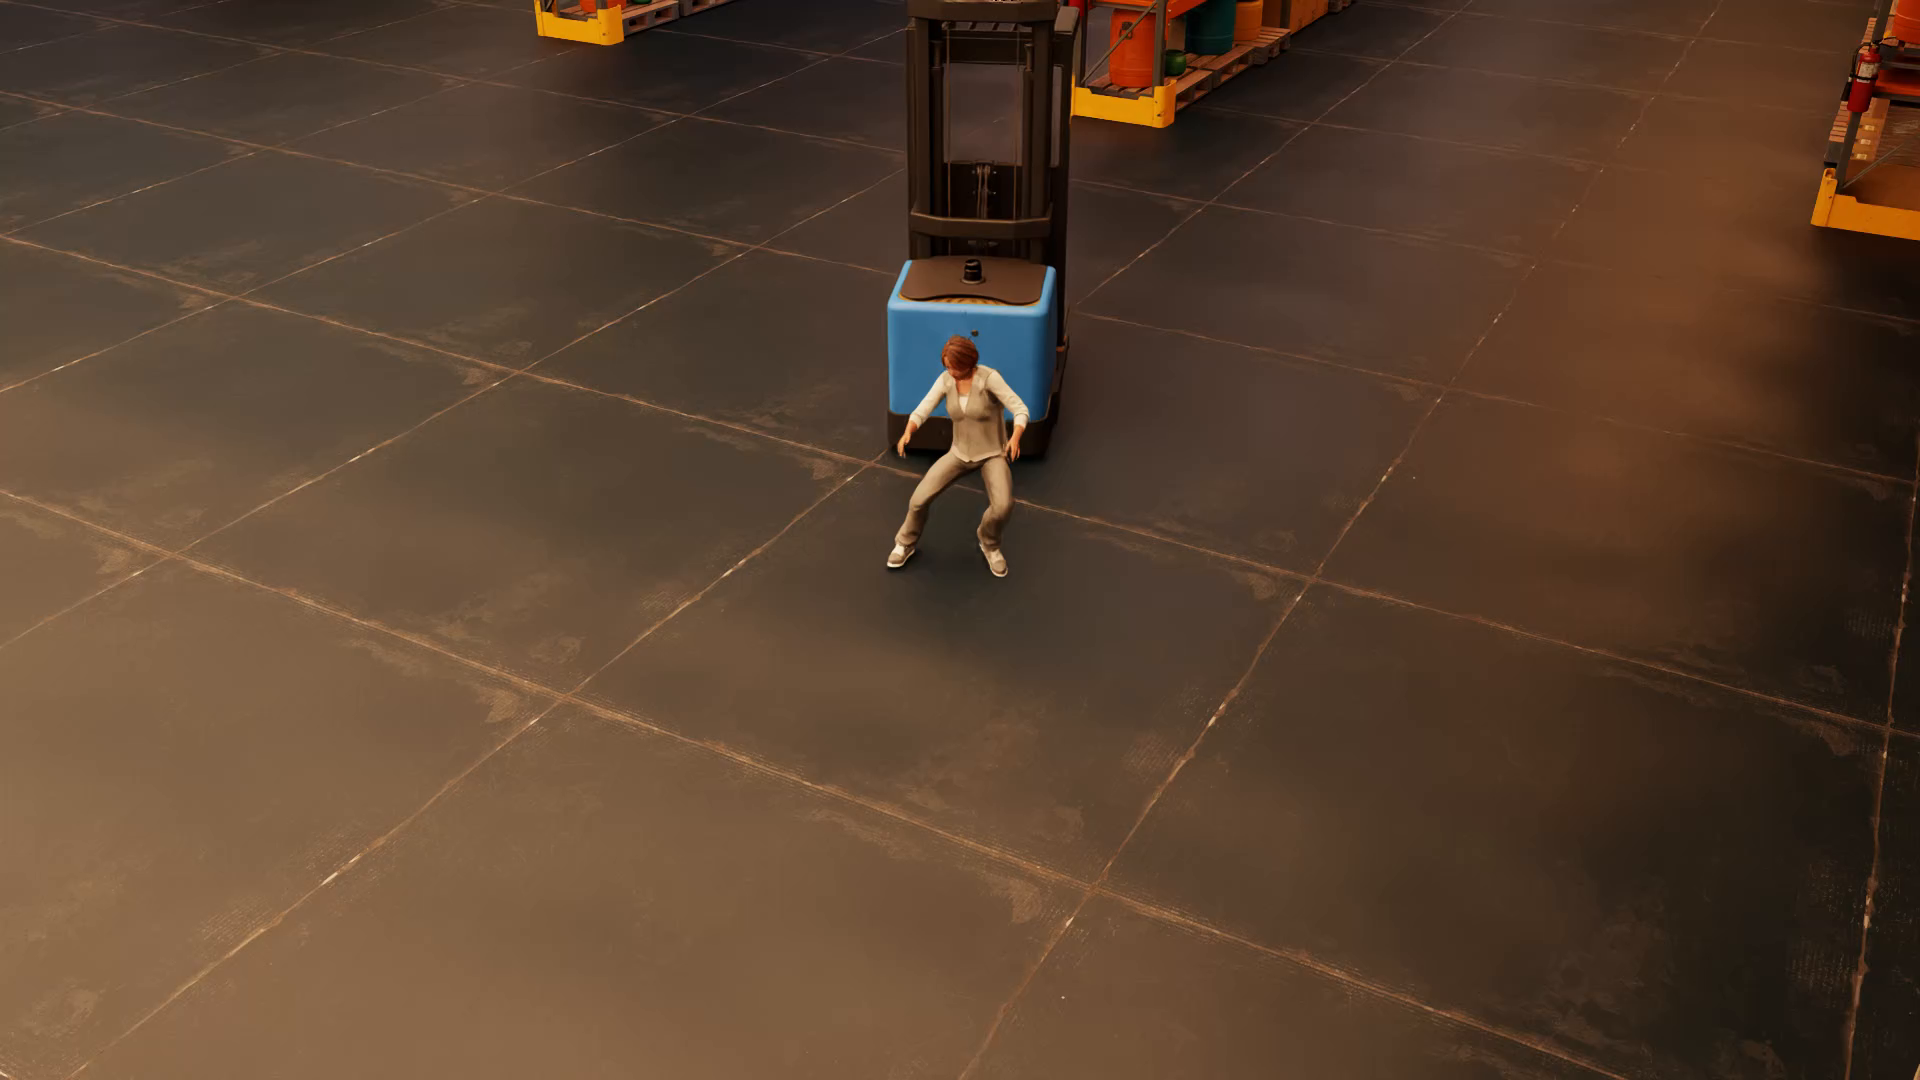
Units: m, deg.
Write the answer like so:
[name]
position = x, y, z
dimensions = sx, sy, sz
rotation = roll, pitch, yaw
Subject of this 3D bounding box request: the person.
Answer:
[person]
position = 0.000, -0.435, 9.358
dimensions = 0.828, 1.393, 0.680
rotation = 13, 32, 21

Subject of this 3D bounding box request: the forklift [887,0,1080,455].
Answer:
[forklift]
position = 0.220, -2.536, 11.465
dimensions = 1.130, 2.935, 3.031
rotation = 4, 30, 6
